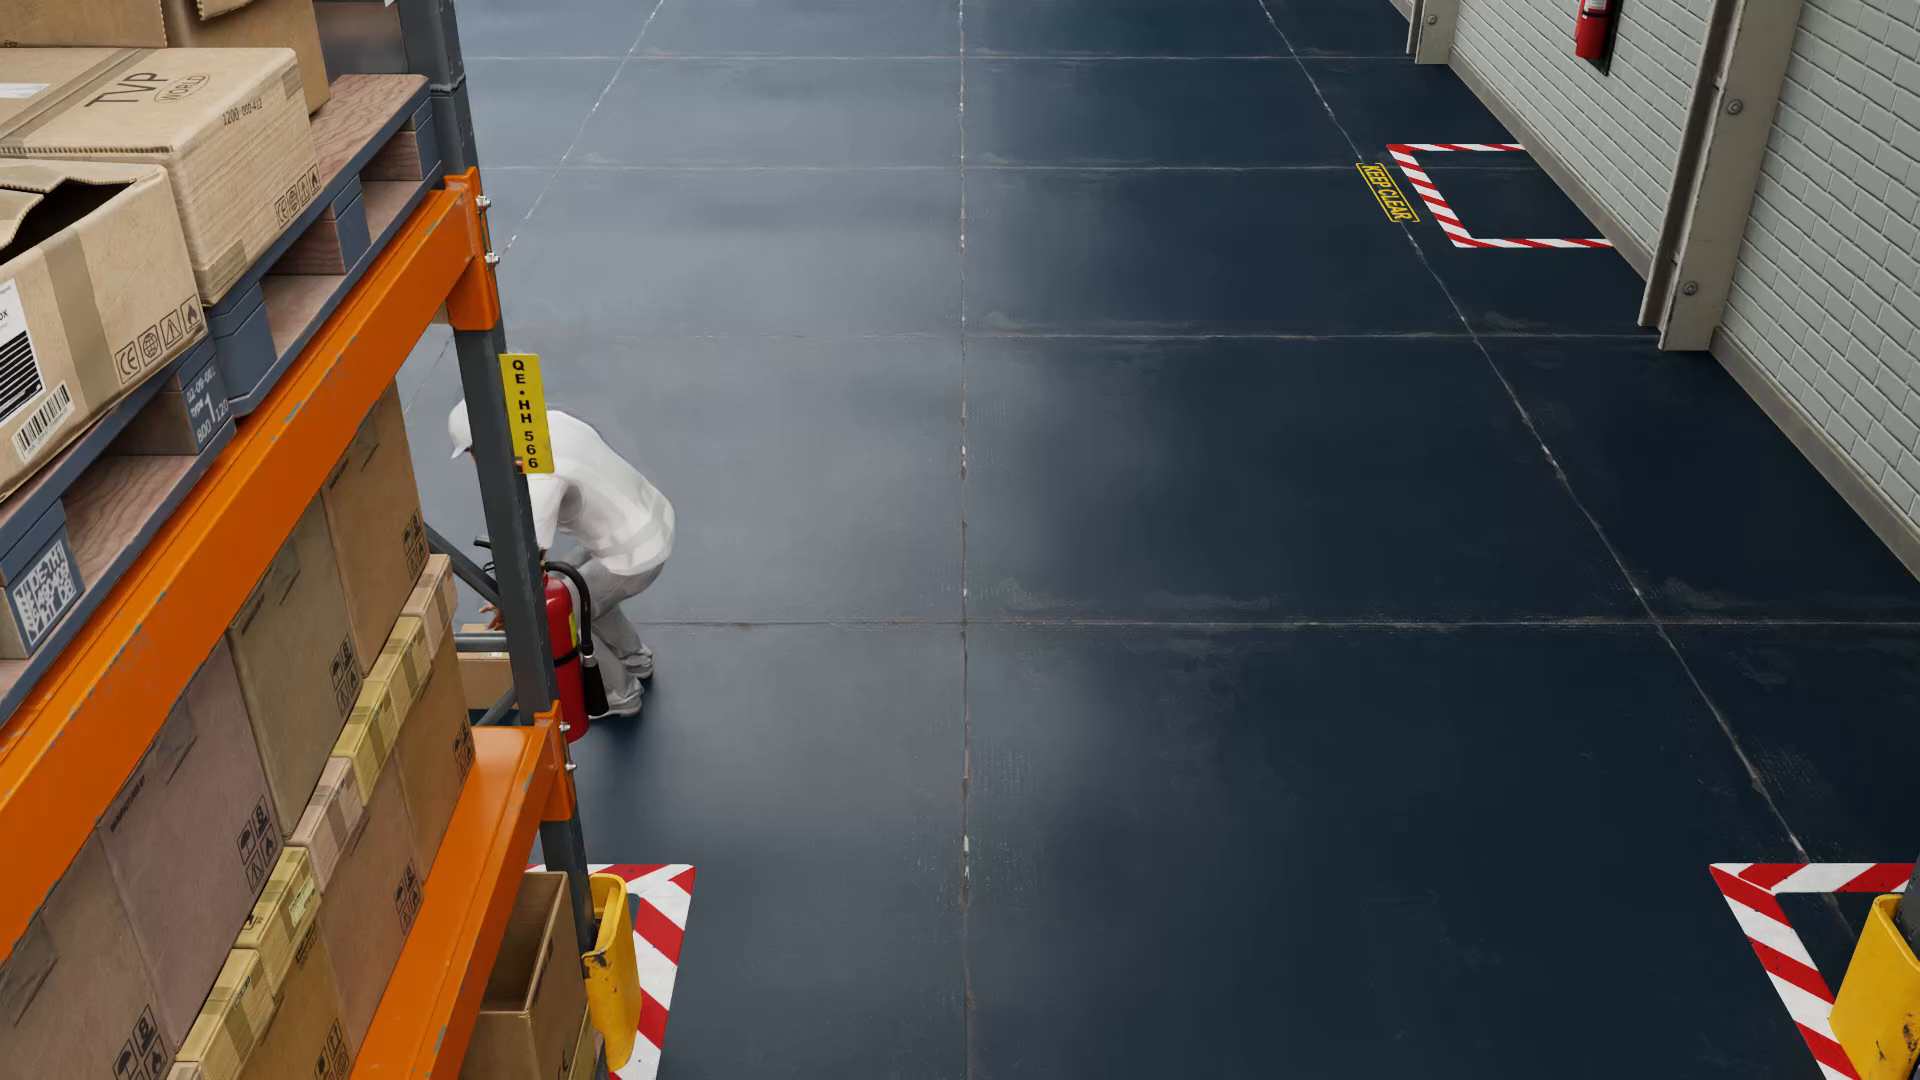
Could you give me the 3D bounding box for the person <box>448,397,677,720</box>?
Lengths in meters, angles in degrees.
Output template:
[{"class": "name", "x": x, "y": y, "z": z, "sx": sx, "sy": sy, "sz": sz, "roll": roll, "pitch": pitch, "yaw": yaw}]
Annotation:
[{"class": "person", "x": -1.487, "y": 0.056, "z": 6.399, "sx": 0.779, "sy": 1.373, "sz": 0.631, "roll": 0, "pitch": 31, "yaw": 0}]
